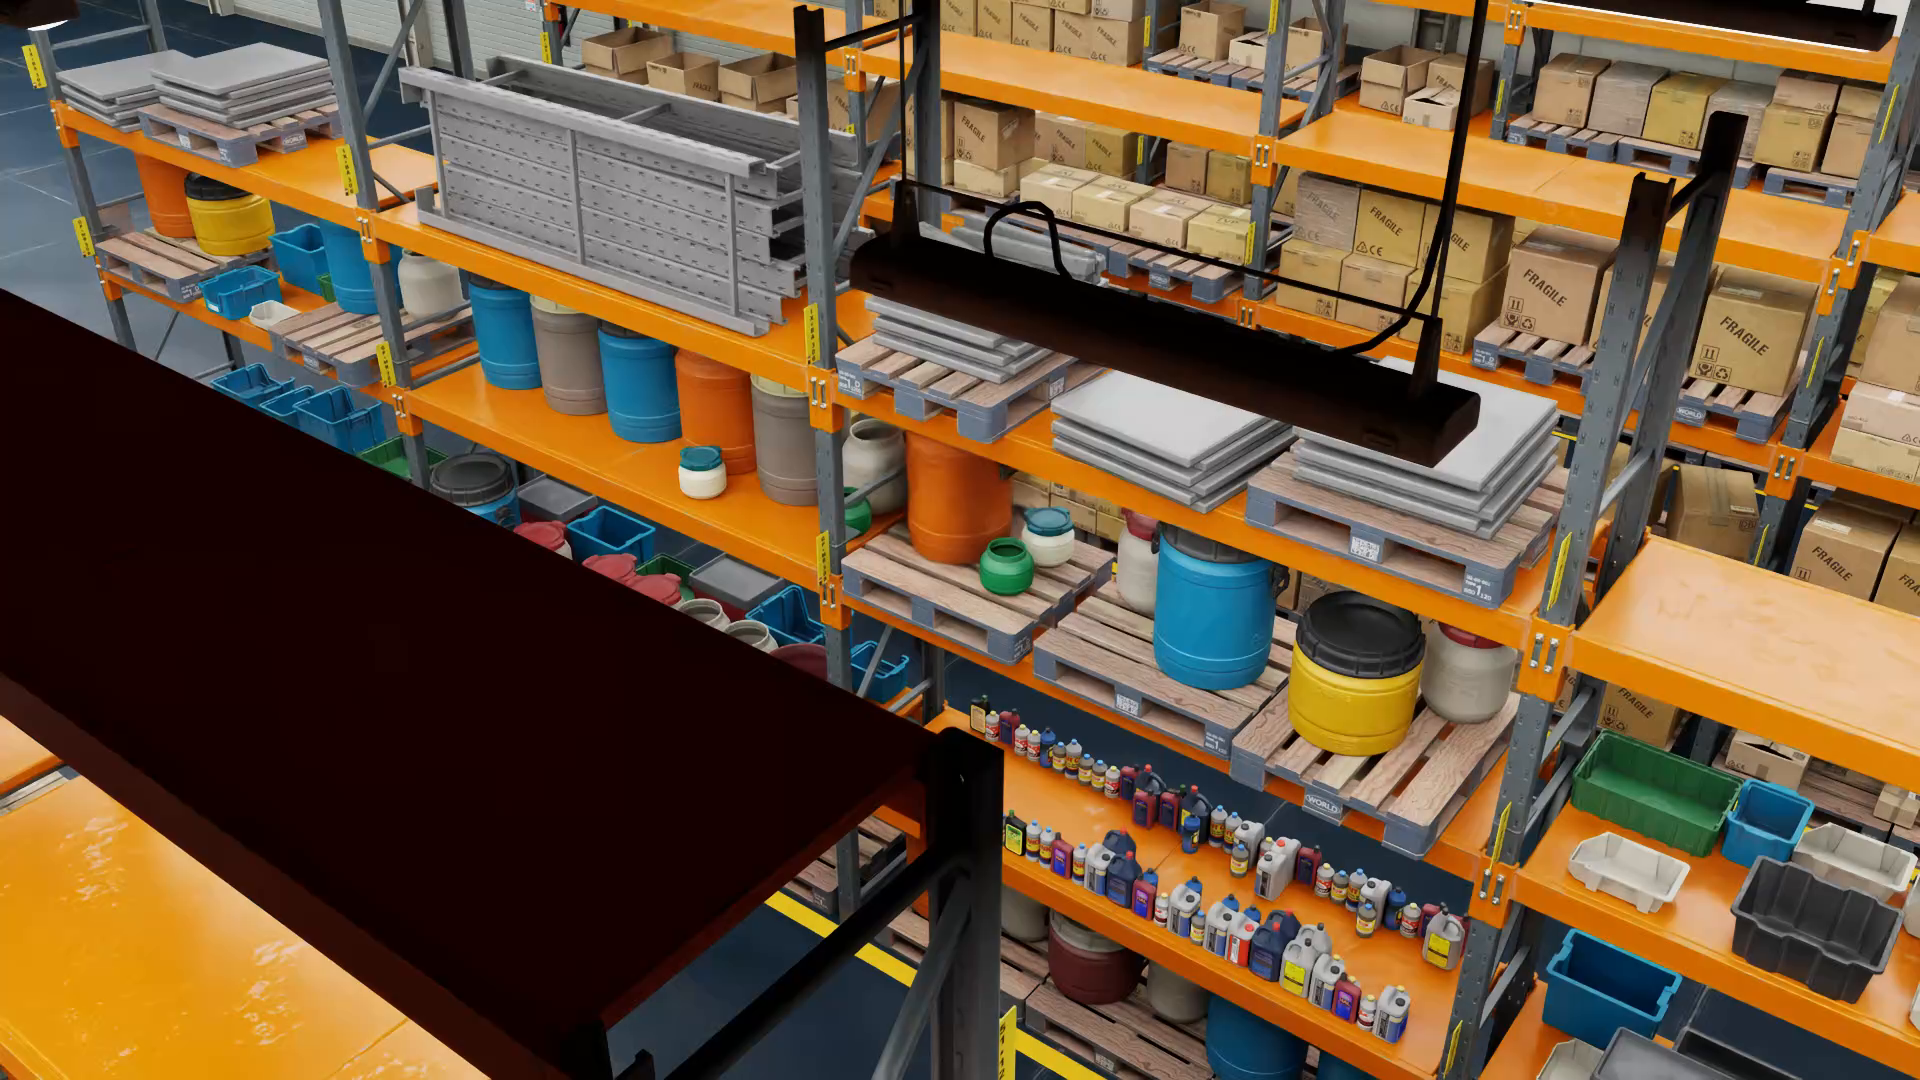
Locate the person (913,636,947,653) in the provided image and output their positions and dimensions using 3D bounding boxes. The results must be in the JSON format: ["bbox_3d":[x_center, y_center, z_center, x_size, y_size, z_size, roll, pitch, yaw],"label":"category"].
[{"bbox_3d":[-0.094,0.272,13.316,0.626,1.686,0.518,16,35,24],"label":"person"}]
